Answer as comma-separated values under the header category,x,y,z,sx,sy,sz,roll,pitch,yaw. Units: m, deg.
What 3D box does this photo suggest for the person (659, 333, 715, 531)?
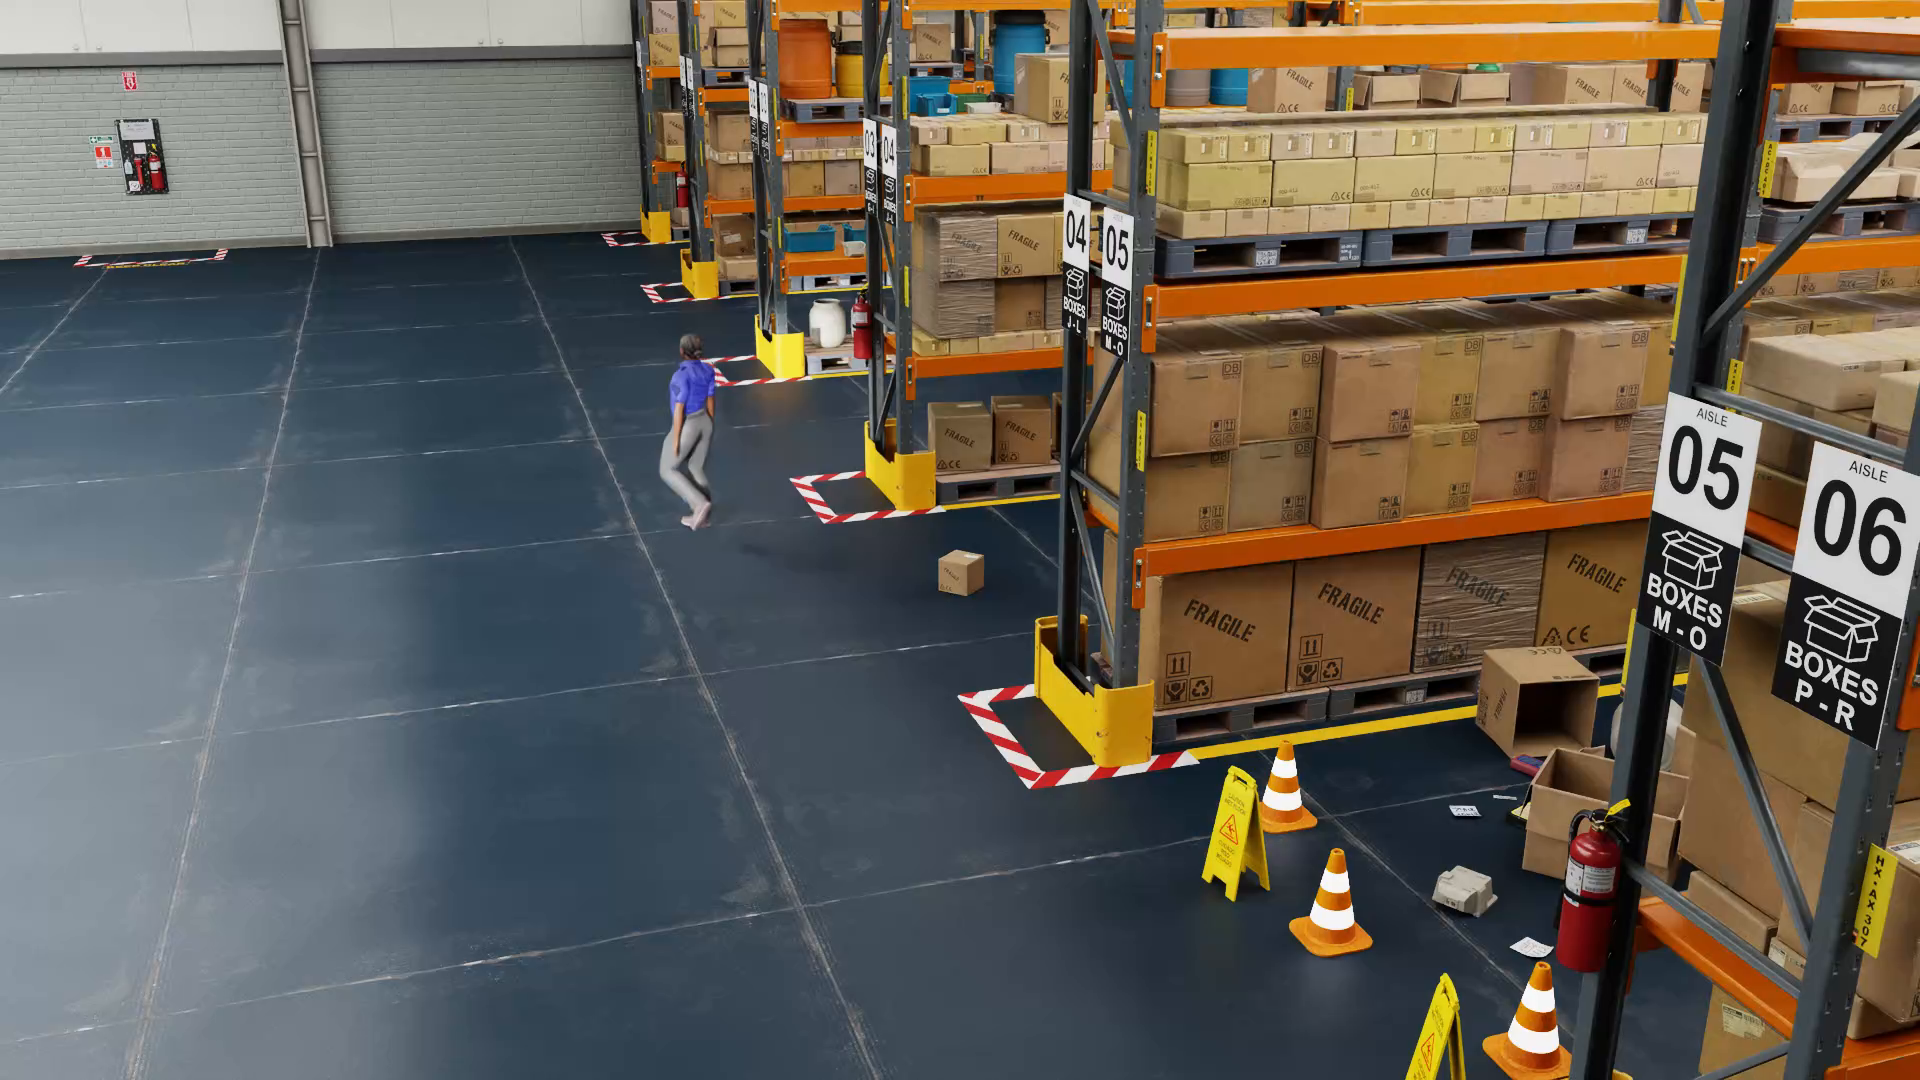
category,x,y,z,sx,sy,sz,roll,pitch,yaw
person,-2.184,-0.877,13.508,0.475,1.647,0.465,13,23,32
